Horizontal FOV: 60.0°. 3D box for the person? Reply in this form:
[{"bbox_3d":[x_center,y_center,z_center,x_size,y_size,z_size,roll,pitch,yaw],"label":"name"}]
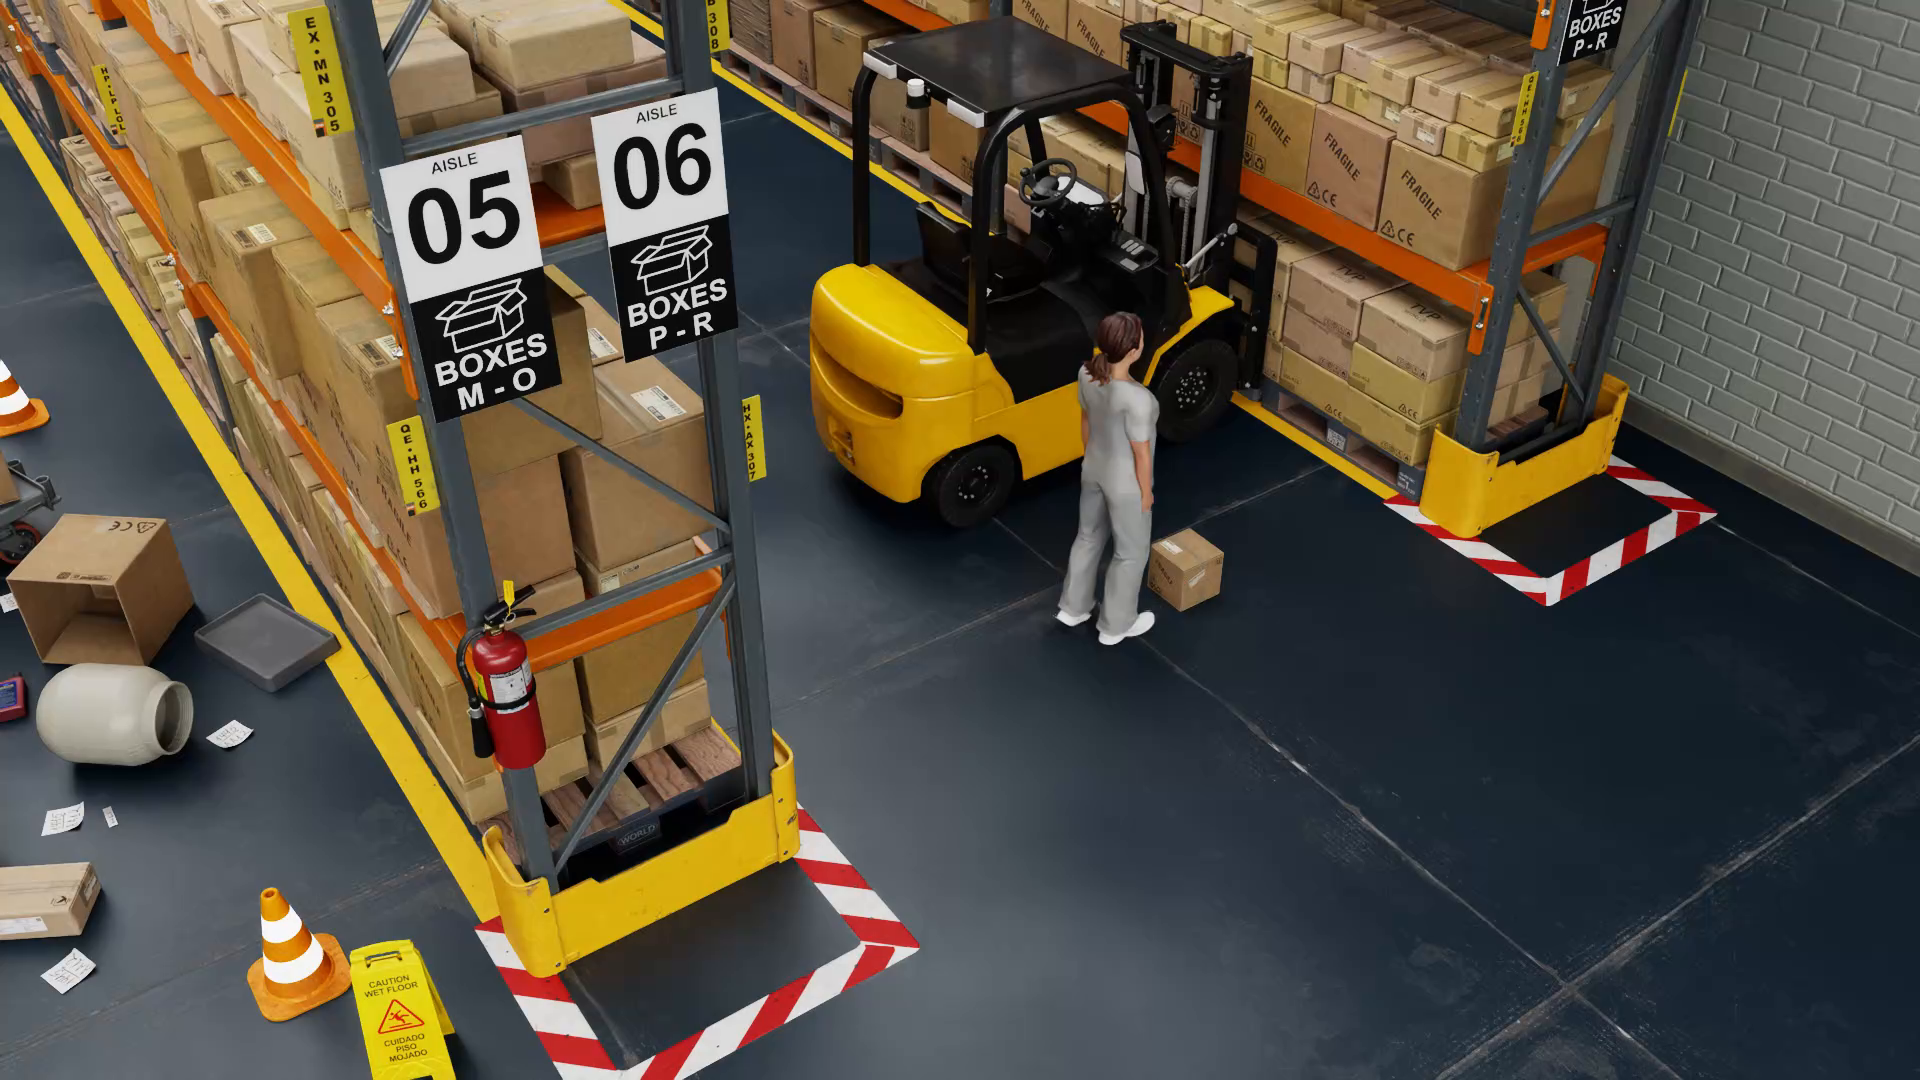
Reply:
[{"bbox_3d":[0.678,-0.282,7.347,0.356,1.618,0.440,-22,42,-27],"label":"person"}]
